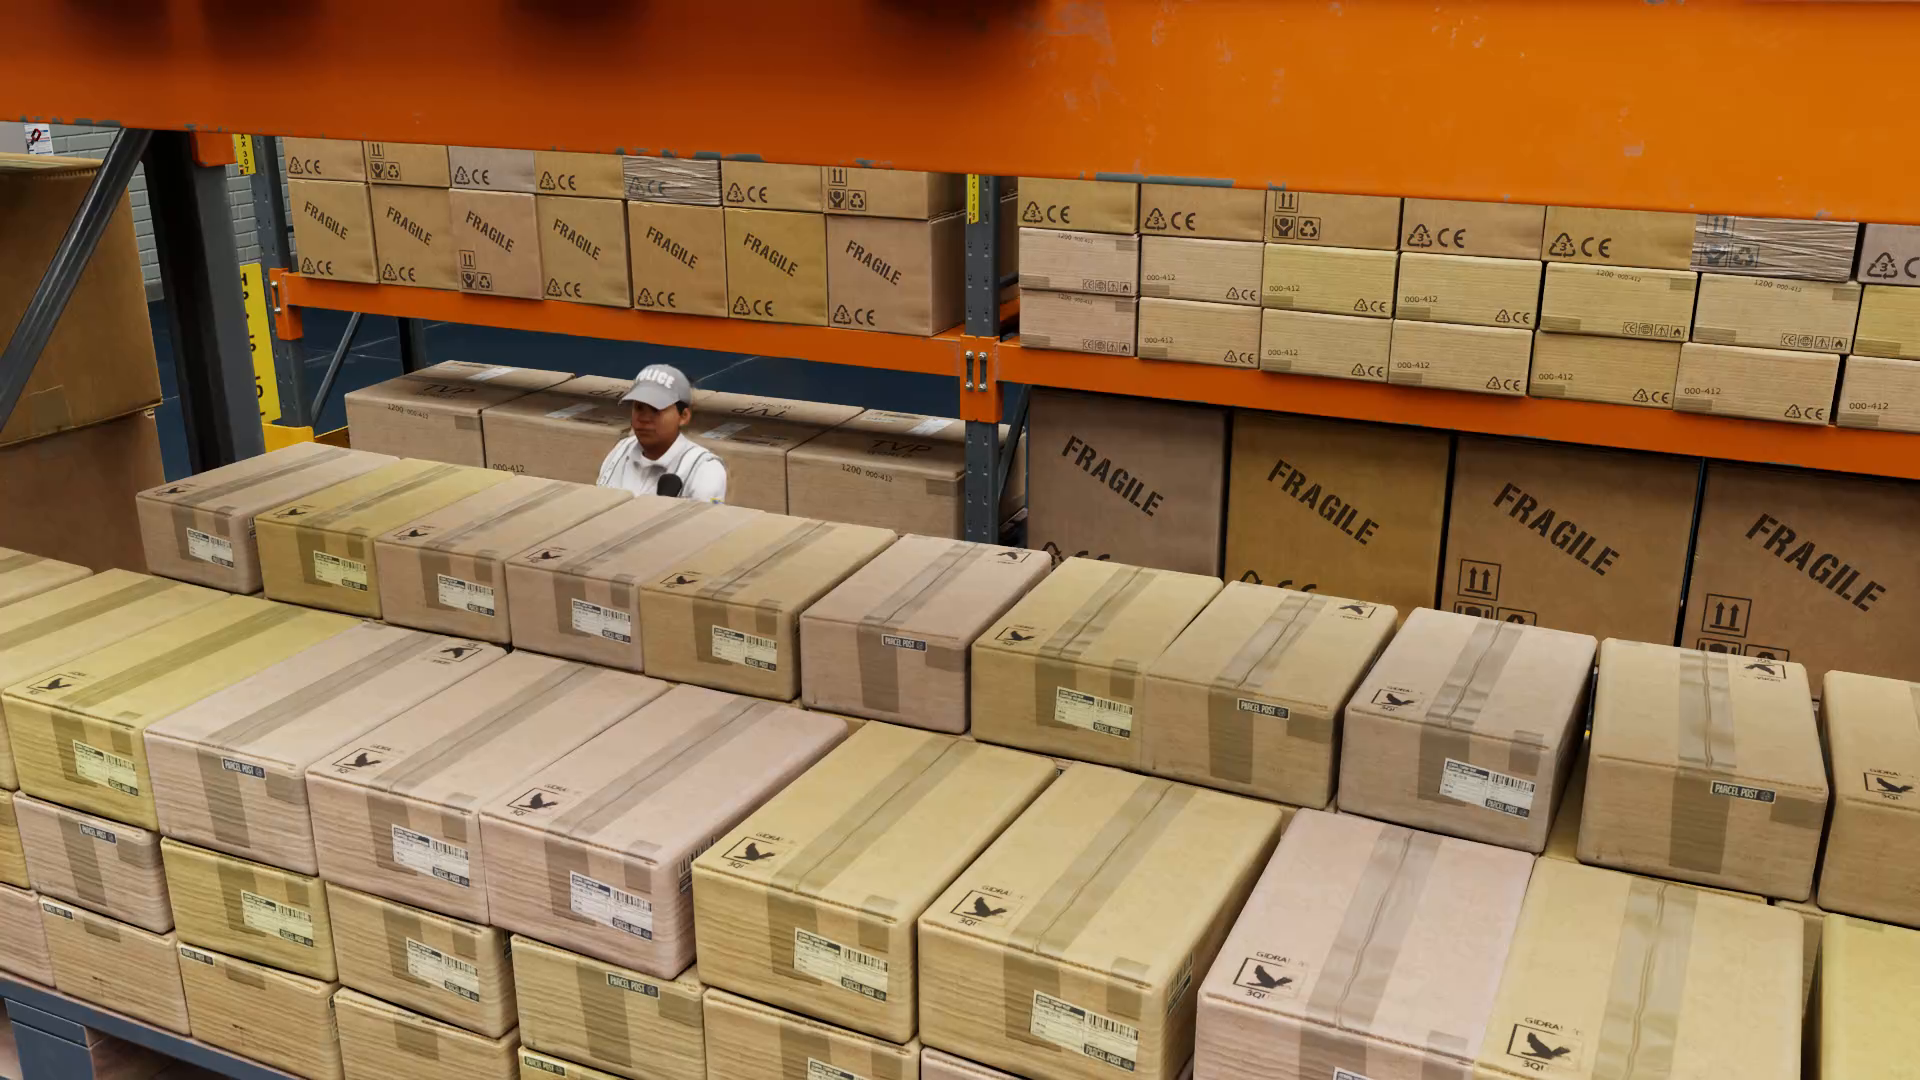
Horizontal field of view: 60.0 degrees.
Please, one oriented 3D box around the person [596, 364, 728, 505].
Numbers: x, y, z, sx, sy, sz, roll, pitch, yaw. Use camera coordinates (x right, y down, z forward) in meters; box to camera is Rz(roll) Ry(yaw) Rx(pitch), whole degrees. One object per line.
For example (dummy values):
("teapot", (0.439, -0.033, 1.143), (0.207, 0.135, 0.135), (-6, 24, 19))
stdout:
("person", (-0.982, 0.282, 5.256), (0.456, 1.660, 0.533), (9, 21, 23))
